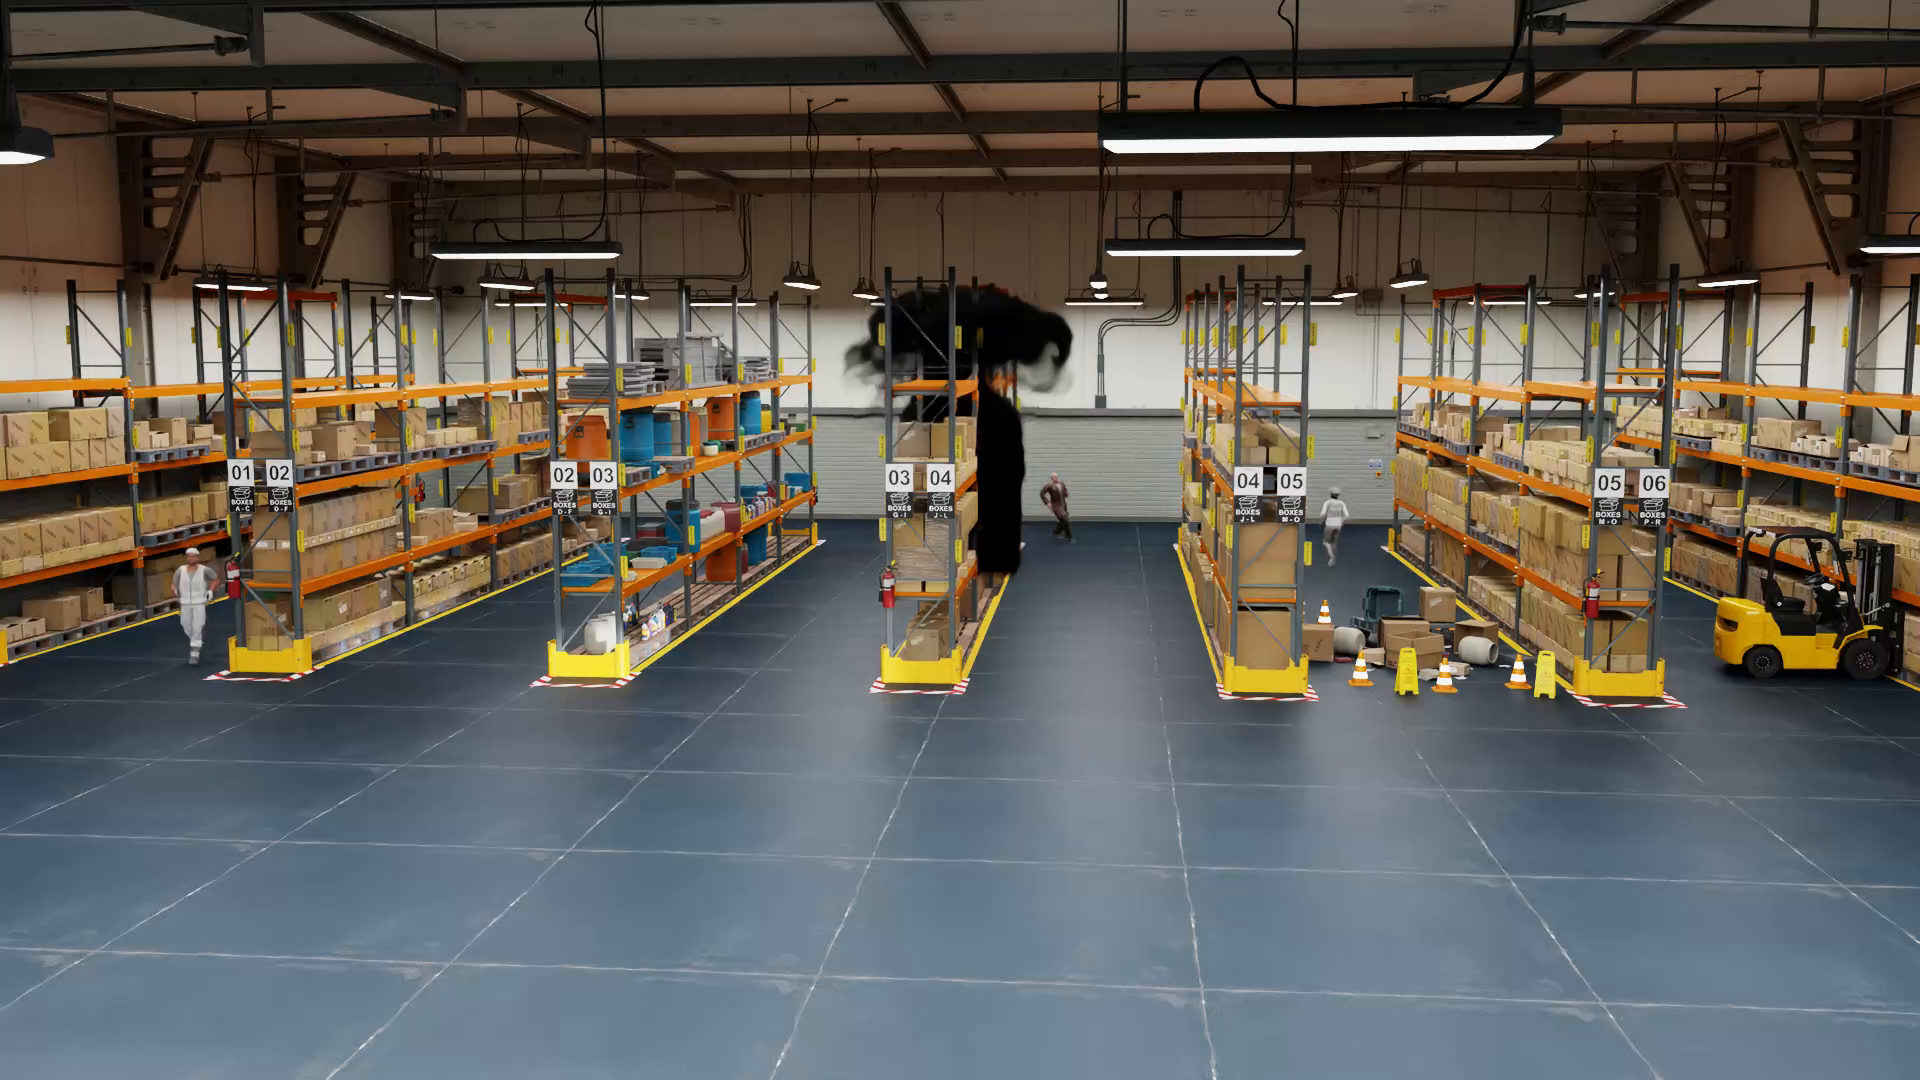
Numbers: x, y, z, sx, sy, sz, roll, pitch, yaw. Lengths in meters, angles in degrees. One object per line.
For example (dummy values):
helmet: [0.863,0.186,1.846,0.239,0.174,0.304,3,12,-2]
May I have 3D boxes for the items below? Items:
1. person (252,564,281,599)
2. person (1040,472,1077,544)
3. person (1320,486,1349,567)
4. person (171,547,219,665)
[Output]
person: [-11.810,0.664,28.505,0.636,1.772,0.626,0,7,2]
person: [2.393,-0.759,40.630,0.815,1.794,0.693,6,9,41]
person: [7.689,-0.274,34.305,0.599,1.659,0.475,-1,7,-6]
person: [-11.804,0.995,25.632,0.659,1.761,0.955,-1,7,-11]
